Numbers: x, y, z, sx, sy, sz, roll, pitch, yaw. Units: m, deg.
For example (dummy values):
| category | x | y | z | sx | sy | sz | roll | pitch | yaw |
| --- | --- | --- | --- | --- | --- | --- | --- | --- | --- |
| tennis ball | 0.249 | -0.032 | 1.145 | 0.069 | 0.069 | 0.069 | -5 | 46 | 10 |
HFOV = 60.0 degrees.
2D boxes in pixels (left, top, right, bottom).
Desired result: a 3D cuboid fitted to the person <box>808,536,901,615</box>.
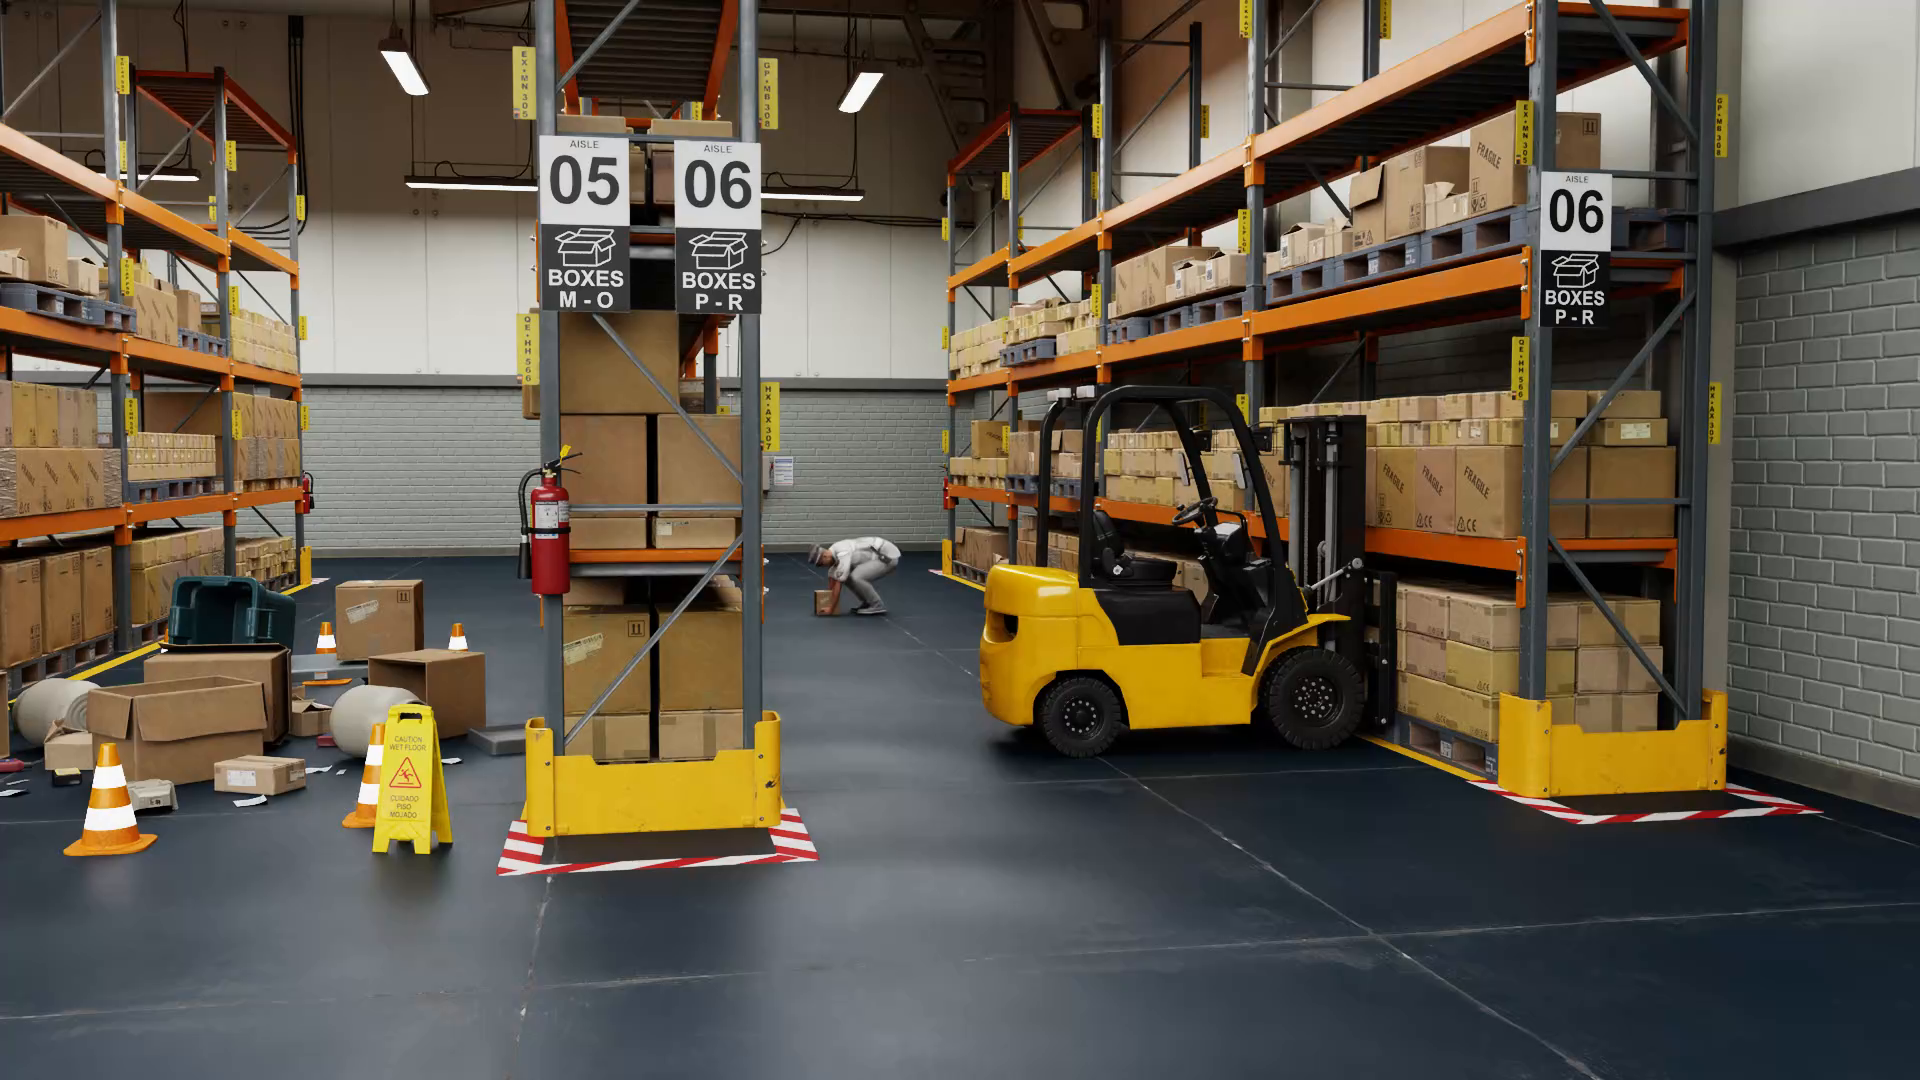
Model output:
| category | x | y | z | sx | sy | sz | roll | pitch | yaw |
| --- | --- | --- | --- | --- | --- | --- | --- | --- | --- |
| person | -1.166 | 0.400 | 18.269 | 1.032 | 0.865 | 0.530 | -1 | 3 | -13 |
